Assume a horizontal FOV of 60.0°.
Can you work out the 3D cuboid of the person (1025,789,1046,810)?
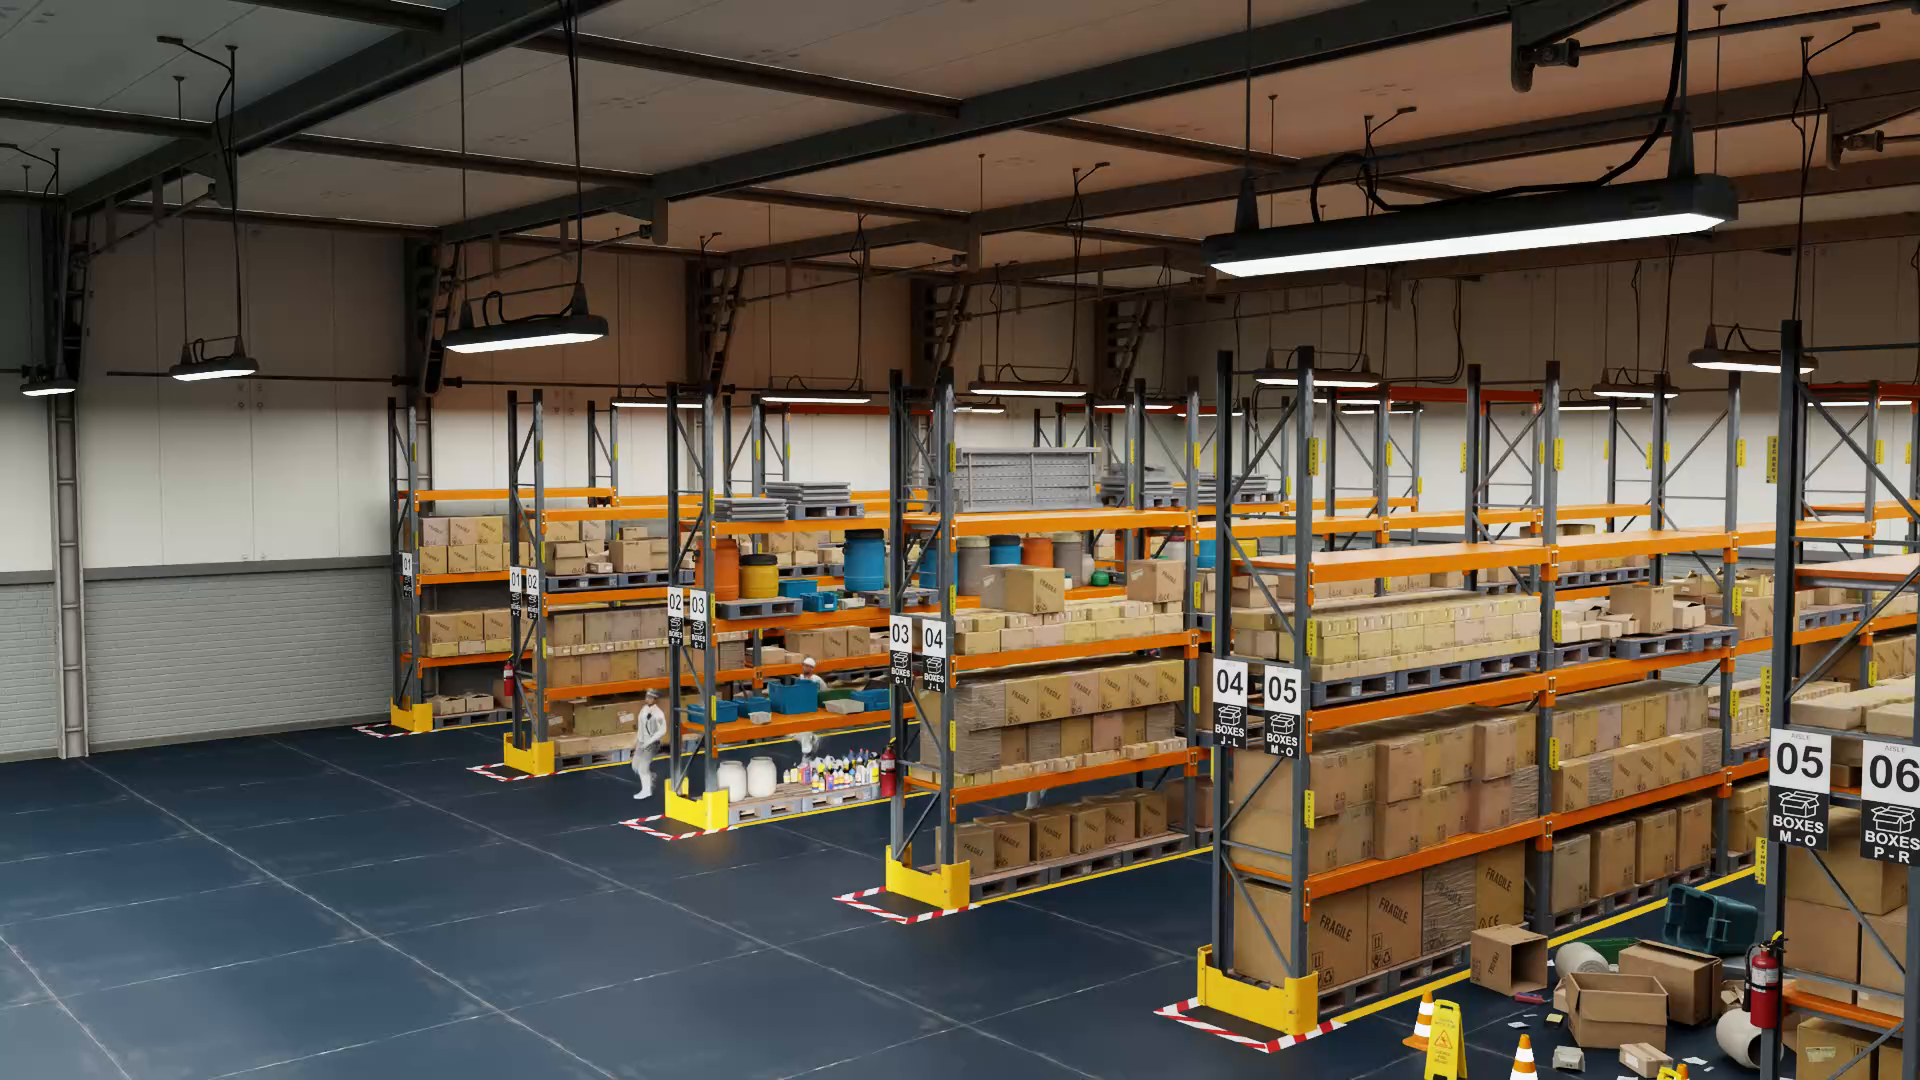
[{"bbox_3d":[1.096,2.955,23.309,0.724,1.752,0.653,3,4,39],"label":"person"}]

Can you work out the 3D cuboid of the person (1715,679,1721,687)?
[{"bbox_3d":[11.277,2.904,24.496,0.869,1.717,0.584,-2,4,-36],"label":"person"}]

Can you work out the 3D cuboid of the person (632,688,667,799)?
[{"bbox_3d":[-4.484,2.940,24.128,0.656,1.640,0.521,3,4,39],"label":"person"}]

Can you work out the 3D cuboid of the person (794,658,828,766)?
[{"bbox_3d":[-2.388,2.754,26.622,0.670,1.752,0.611,2,4,36],"label":"person"}]
